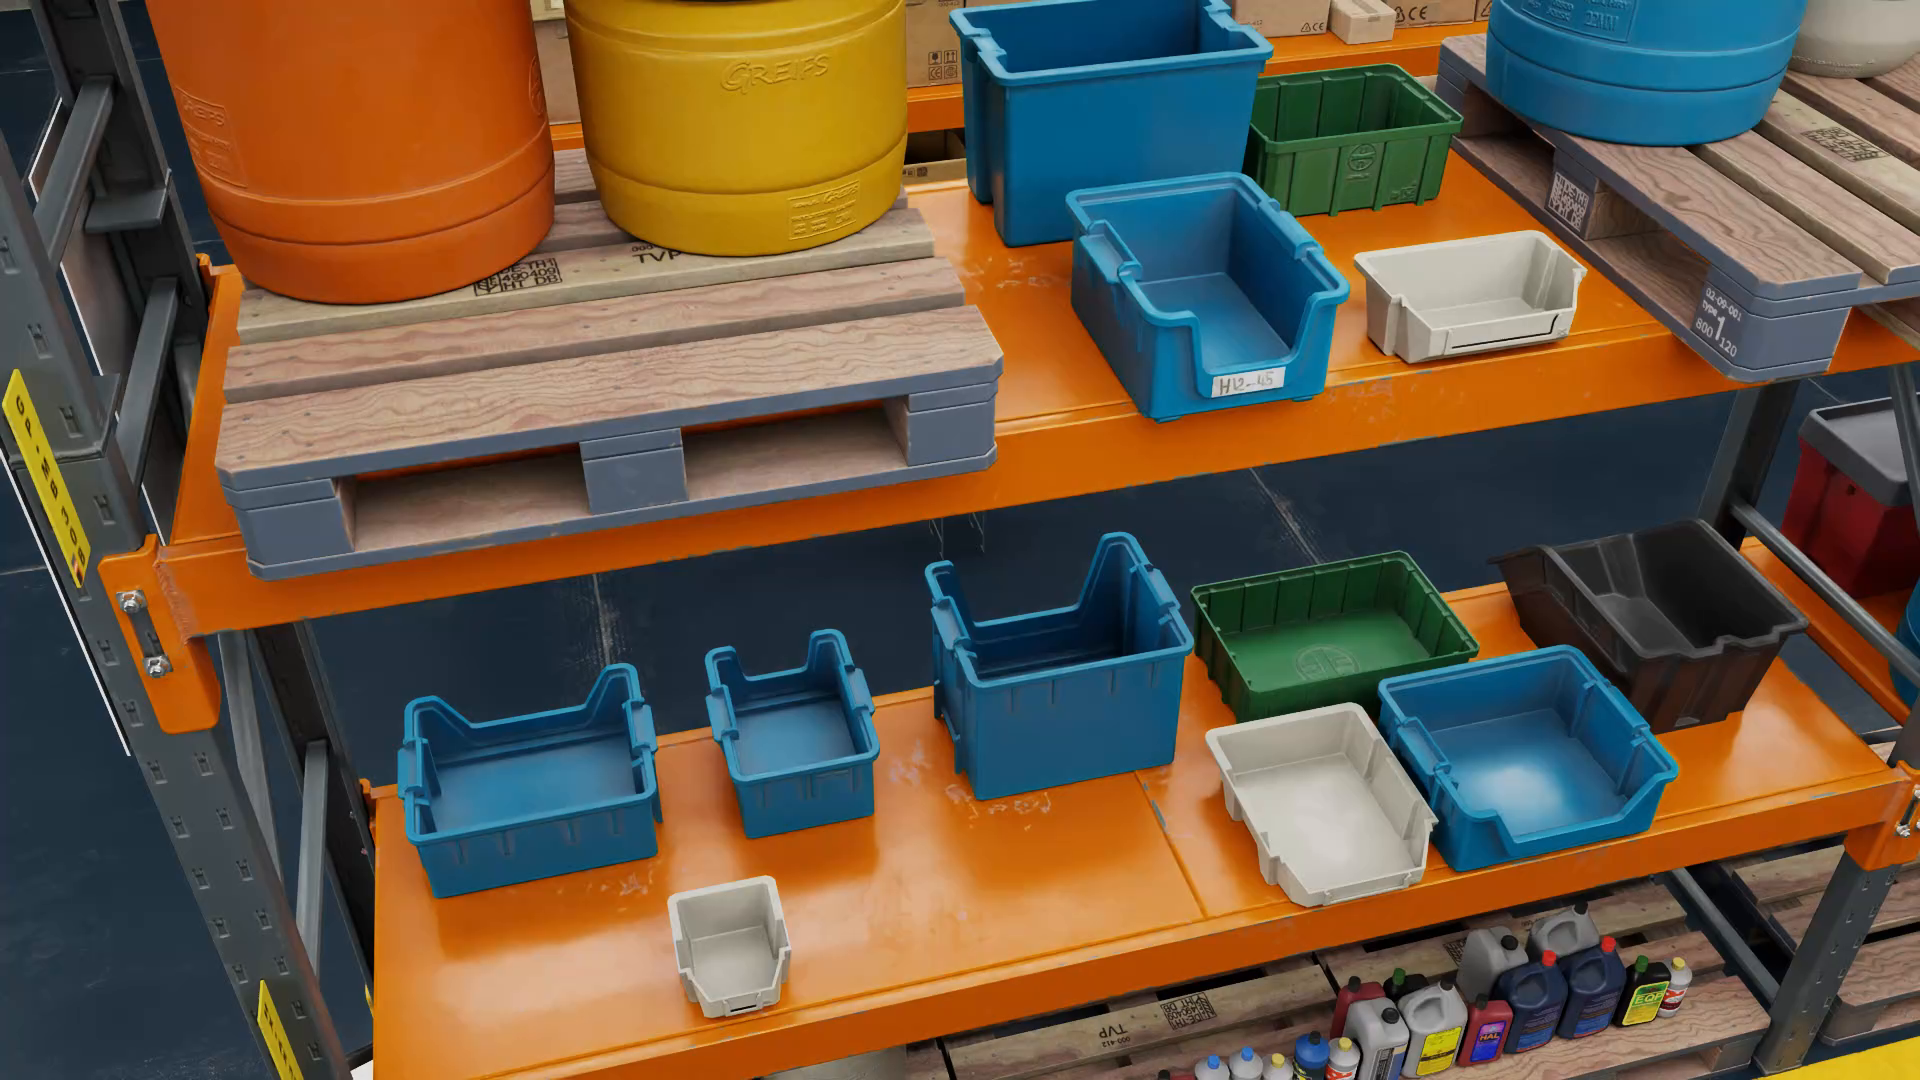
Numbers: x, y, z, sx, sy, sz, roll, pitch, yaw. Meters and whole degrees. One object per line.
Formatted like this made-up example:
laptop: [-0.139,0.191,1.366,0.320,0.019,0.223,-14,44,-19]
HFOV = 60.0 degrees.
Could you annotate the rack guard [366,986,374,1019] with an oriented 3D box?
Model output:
rack guard: [-1.402,1.739,4.565,0.348,0.500,1.175,-9,38,-12]

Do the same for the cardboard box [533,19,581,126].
cardboard box: [-1.792,-2.312,7.721,0.500,0.500,0.700,-8,38,-11]

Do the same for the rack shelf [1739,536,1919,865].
rack shelf: [4.329,0.121,5.215,4.000,0.370,1.077,-9,38,-12]

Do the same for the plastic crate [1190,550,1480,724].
plastic crate: [1.014,0.286,4.582,0.662,0.188,0.450,-9,38,-12]

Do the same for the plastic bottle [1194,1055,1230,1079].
plastic bottle: [0.699,1.536,4.656,0.097,0.271,0.097,0,37,0]

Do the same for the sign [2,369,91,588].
sign: [-1.324,-0.085,2.417,0.005,0.325,0.100,-9,38,-12]

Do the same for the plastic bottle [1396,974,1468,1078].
plastic bottle: [1.354,1.382,4.792,0.185,0.351,0.144,-10,38,-12]

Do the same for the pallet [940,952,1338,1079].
pallet: [0.559,1.537,5.067,1.213,0.211,1.003,-9,38,-12]

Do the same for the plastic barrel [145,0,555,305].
plastic barrel: [-1.028,-0.894,2.782,0.708,0.830,0.600,-9,38,-12]

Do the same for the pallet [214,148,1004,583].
pallet: [-0.639,-0.404,2.996,1.213,0.211,1.003,-9,38,-12]

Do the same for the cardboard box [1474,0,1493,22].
cardboard box: [2.848,-3.068,8.710,0.500,0.500,0.500,-9,38,-12]

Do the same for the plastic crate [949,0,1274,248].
plastic crate: [0.299,-0.878,3.473,0.575,0.384,0.392,-9,38,-12]

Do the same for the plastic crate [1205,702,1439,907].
plastic crate: [0.896,0.663,4.132,0.437,0.136,0.530,-9,38,-12]

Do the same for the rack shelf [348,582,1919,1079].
rack shelf: [0.467,0.755,4.386,4.000,0.370,1.077,-9,38,-12]

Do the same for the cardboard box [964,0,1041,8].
cardboard box: [0.176,-2.632,8.140,0.500,0.500,0.700,-10,38,-12]

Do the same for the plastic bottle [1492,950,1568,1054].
plastic bottle: [1.666,1.331,4.859,0.185,0.351,0.144,-11,39,-14]

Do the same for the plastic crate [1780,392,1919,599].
plastic crate: [2.786,-0.129,4.897,0.583,0.464,0.402,-9,38,-12]

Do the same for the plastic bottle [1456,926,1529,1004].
plastic bottle: [1.603,1.278,4.990,0.135,0.276,0.152,-9,38,-12]

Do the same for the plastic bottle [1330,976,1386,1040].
plastic bottle: [1.168,1.370,4.863,0.133,0.283,0.061,-9,38,-12]

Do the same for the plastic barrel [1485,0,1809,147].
plastic barrel: [1.409,-1.310,3.267,0.708,0.901,0.600,-9,38,-12]

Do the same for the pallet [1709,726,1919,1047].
pallet: [3.146,1.113,5.621,1.213,0.211,1.003,-9,38,-12]

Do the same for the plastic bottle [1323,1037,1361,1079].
plastic bottle: [1.090,1.500,4.761,0.097,0.201,0.097,0,37,0]

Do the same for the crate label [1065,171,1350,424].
crate label: [0.430,-0.449,3.022,0.408,0.251,0.502,-9,38,-12]

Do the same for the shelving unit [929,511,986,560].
shelving unit: [-0.014,-0.474,6.882,0.189,1.200,0.258,-9,38,-12]

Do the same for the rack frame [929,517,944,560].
rack frame: [-0.102,-0.460,6.864,0.006,1.200,0.240,-9,38,-12]

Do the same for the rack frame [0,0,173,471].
rack frame: [-1.464,-1.597,1.931,0.127,3.000,1.000,-9,38,-12]

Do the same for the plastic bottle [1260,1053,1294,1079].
plastic bottle: [0.891,1.533,4.719,0.097,0.201,0.097,0,37,0]

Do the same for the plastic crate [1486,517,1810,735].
plastic crate: [1.860,0.185,4.590,0.504,0.338,0.767,-9,38,-12]

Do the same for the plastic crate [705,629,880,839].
plastic crate: [-0.430,0.491,4.262,0.408,0.251,0.499,-9,38,-12]

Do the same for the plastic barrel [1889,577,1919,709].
plastic barrel: [2.850,0.070,4.277,0.708,0.901,0.600,-9,38,-12]

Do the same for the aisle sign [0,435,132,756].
aisle sign: [-1.457,-0.063,2.724,0.004,0.787,0.394,-9,38,-12]

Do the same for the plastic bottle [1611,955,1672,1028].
plastic bottle: [2.020,1.326,4.921,0.133,0.283,0.061,-7,38,-10]

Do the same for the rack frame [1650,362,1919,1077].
rack frame: [2.398,0.152,4.582,0.127,3.000,1.000,-9,38,-12]

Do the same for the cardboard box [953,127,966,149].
cardboard box: [0.234,-1.852,8.503,0.500,0.500,0.500,-9,38,-12]

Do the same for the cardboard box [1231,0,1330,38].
cardboard box: [1.574,-2.798,8.562,0.500,0.250,0.500,-7,38,-9]
